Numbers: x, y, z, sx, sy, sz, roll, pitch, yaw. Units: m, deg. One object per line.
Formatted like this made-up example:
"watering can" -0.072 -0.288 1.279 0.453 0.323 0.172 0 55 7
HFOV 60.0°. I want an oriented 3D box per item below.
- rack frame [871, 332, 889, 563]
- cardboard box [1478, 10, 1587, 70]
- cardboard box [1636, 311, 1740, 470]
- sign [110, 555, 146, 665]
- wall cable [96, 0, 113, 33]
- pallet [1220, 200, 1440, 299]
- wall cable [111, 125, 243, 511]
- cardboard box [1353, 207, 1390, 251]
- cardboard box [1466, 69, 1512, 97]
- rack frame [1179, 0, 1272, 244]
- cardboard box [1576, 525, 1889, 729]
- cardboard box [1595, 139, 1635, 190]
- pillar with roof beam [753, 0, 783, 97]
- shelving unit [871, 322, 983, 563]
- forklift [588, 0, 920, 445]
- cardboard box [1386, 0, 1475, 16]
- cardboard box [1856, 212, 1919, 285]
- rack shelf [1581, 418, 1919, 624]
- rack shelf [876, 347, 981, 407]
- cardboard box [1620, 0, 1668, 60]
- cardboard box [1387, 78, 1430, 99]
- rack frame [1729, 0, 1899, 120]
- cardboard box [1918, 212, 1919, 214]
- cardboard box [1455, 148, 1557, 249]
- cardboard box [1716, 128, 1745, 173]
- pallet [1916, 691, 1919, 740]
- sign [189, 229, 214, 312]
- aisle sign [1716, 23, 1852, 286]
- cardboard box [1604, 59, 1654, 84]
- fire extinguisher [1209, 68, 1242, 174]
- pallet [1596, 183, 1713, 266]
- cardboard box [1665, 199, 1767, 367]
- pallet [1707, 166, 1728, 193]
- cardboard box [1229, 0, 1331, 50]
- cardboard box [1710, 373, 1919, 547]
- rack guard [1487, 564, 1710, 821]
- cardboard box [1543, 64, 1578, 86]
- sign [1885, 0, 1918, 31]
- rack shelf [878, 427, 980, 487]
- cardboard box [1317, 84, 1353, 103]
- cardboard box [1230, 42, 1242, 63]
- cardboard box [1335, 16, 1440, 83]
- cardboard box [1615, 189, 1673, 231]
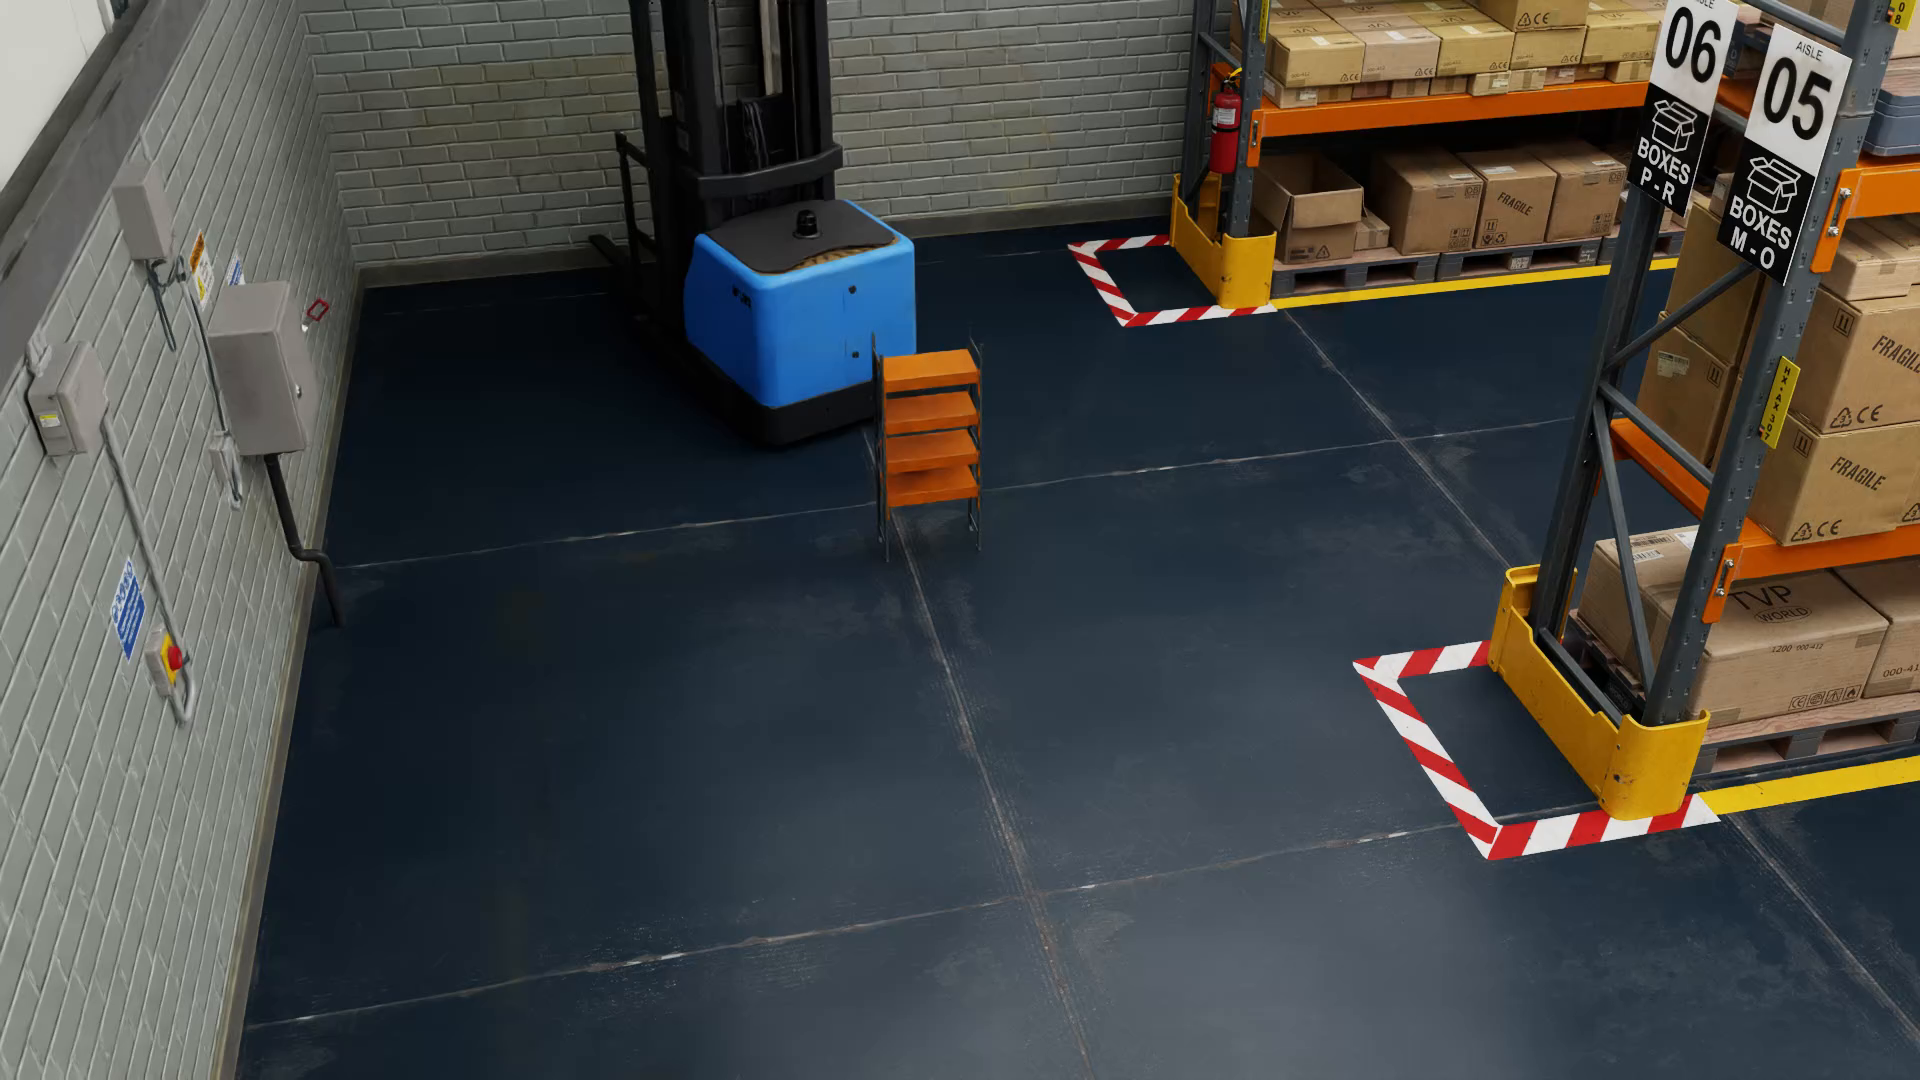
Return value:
"rack frame" -0.399 -0.448 8.341 0.015 1.200 0.240 -7 35 -11
"cardboard box" 3.689 -3.267 10.795 0.500 0.250 0.500 -8 35 -12
"cardboard box" 3.218 -0.644 6.927 0.500 0.500 0.500 -7 34 -10
"sign" -2.738 0.228 5.475 0.001 0.218 0.327 -7 35 -11
"wall cable" -2.843 -2.447 4.320 0.029 3.000 2.355 -7 35 -11
"pallet" 2.559 -2.046 11.610 1.213 0.211 1.003 -7 35 -11
"wall cable" -3.013 -0.884 6.464 0.122 1.984 0.588 -7 35 -11
"cardboard box" 2.748 -2.142 11.431 0.250 0.149 0.380 -9 35 -12
"cardboard box" 3.356 -3.015 10.776 0.250 0.149 0.380 -8 35 -12
"rack frame" 1.708 -3.096 10.672 0.127 3.000 1.000 -7 35 -11
"cardboard box" 3.428 0.355 7.451 0.875 0.438 0.875 -8 35 -12
"cardboard box" 4.912 -2.693 12.107 0.500 0.311 0.500 -6 34 -9
"pillar with roof beam" -0.171 -3.406 5.750 0.400 9.000 9.100 -7 35 -11
"shelving unit" -0.161 -0.478 8.385 0.503 1.200 0.258 -7 35 -11
"forklift" -1.465 -2.536 9.899 1.130 2.935 3.031 -20 39 -27
"cardboard box" 3.085 -3.479 11.111 0.500 0.250 0.500 -6 34 -9
"cardboard box" 3.453 -1.089 6.112 0.250 0.149 0.380 -6 34 -9
"rack shelf" 4.757 -0.346 7.219 4.000 0.370 1.077 -7 35 -11
"rack shelf" -0.161 -0.804 8.166 0.480 0.148 0.258 -7 35 -11
"cardboard box" 4.681 -3.384 10.969 0.500 0.250 0.500 -7 35 -10
"cardboard box" 2.835 -2.989 10.737 0.250 0.149 0.380 -6 34 -9
"rack frame" 2.806 -2.890 4.981 0.127 3.000 1.000 -7 35 -11
"cardboard box" 3.588 -1.400 6.575 0.250 0.149 0.380 -8 35 -11
"cardboard box" 3.705 -2.351 11.428 0.500 0.500 0.500 -7 34 -10
"cardboard box" 6.023 -2.945 12.314 0.500 0.500 0.500 -7 35 -11
"pallet" 4.756 0.470 7.860 1.213 0.211 1.003 -7 35 -11
"sign" -3.199 -1.140 7.016 0.001 0.242 0.339 -7 35 -11
"aisle sign" 2.800 -1.312 5.680 0.004 0.787 0.394 -7 35 -11
"cardboard box" 4.352 -3.154 10.984 0.250 0.149 0.380 -8 35 -11
"fire extinguisher" 1.666 -2.640 10.396 0.183 0.674 0.296 -7 35 -11
"pallet" 4.939 -2.346 12.057 1.213 0.211 1.003 -7 35 -11
"cardboard box" 3.224 -1.044 6.627 0.500 0.500 0.500 -6 34 -9
"pallet" 6.394 -2.551 12.361 1.213 0.211 1.003 -7 35 -11
"cardboard box" 2.098 -3.358 10.930 0.500 0.250 0.500 -6 34 -9
"cardboard box" 3.338 -0.343 6.480 0.500 0.500 0.500 -7 35 -11
"rack guard" 2.783 0.642 7.345 0.348 0.500 1.175 -7 35 -11
"cardboard box" 3.845 -3.127 10.944 0.250 0.149 0.380 -7 35 -11
"sign" 2.923 -1.738 5.101 0.005 0.325 0.100 -7 35 -11
"rack shelf" -0.161 -0.422 8.423 0.480 0.148 0.258 -7 35 -11
"cardboard box" 2.327 -2.940 10.664 0.250 0.149 0.380 -6 34 -9
"cardboard box" 1.972 -3.179 11.020 0.250 0.149 0.380 -8 35 -11
"cardboard box" 2.701 -3.129 10.588 0.500 0.250 0.500 -7 34 -10
"cardboard box" 4.782 -2.355 11.644 0.258 0.266 0.396 -6 34 -9
